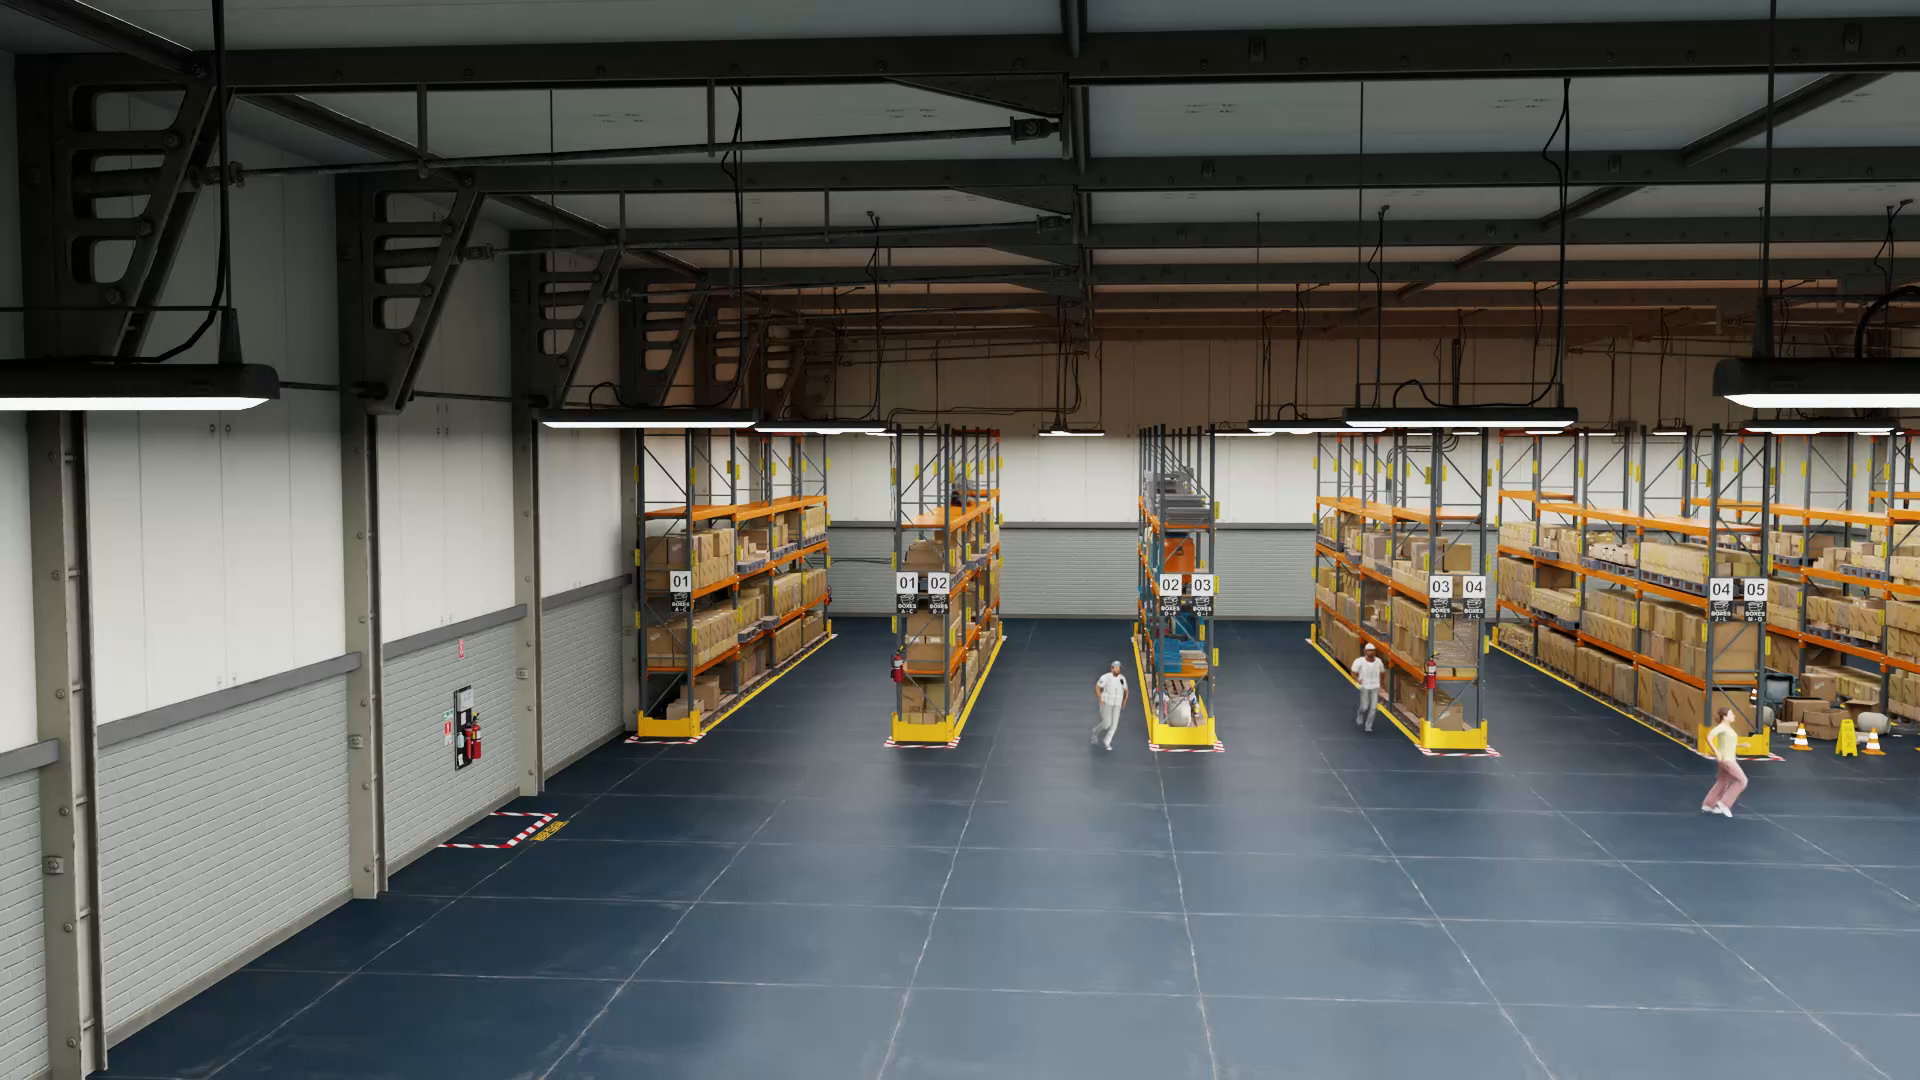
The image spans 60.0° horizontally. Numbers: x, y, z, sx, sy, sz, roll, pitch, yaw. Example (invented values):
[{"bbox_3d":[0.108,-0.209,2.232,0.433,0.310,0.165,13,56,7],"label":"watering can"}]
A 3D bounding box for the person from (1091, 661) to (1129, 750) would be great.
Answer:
[{"bbox_3d":[2.809,3.045,30.839,0.672,1.614,0.530,-1,4,-19],"label":"person"}]

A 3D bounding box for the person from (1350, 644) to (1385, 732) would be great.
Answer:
[{"bbox_3d":[8.000,2.878,32.567,0.690,1.722,0.606,0,3,-3],"label":"person"}]

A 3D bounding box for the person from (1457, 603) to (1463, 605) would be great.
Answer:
[{"bbox_3d":[13.915,2.103,46.924,0.568,1.525,0.633,-3,5,-42],"label":"person"}]

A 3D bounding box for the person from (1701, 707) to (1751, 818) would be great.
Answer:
[{"bbox_3d":[11.596,3.354,25.155,0.667,1.668,0.550,2,4,30],"label":"person"}]
